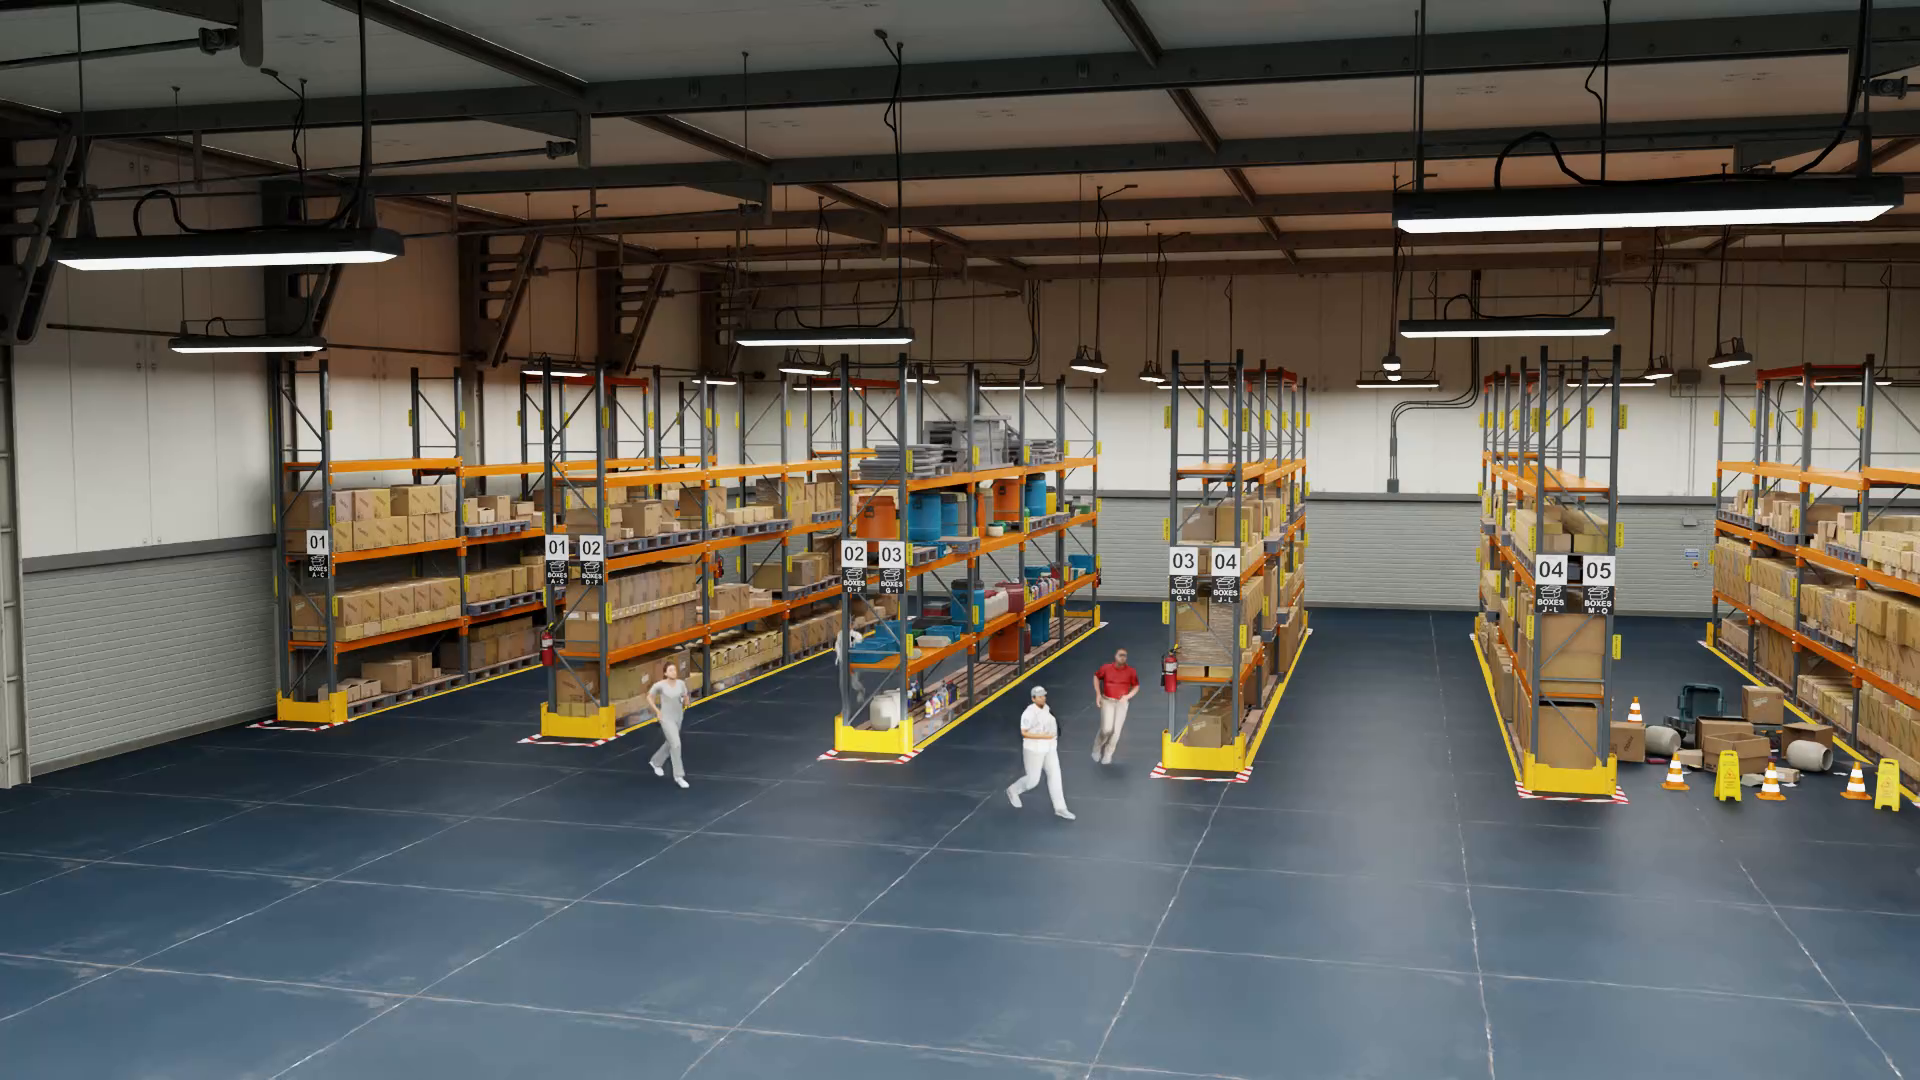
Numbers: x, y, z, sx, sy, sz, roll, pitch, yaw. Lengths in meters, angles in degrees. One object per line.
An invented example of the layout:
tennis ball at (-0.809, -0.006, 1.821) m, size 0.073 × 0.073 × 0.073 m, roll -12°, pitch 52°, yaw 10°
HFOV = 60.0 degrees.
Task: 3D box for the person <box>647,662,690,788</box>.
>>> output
person at (-3.991, 2.523, 22.973) m, size 0.894 × 1.673 × 0.552 m, roll 4°, pitch 6°, yaw 45°

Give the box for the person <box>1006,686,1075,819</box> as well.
person at (1.028, 2.652, 20.956) m, size 0.619 × 1.627 × 1.021 m, roll -4°, pitch 6°, yaw -43°

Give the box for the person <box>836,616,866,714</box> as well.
person at (-1.886, 2.118, 28.677) m, size 0.597 × 1.671 × 0.833 m, roll 1°, pitch 4°, yaw 16°

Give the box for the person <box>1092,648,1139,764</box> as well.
person at (2.279, 2.429, 24.256) m, size 0.673 × 1.699 × 0.573 m, roll 0°, pitch 4°, yaw -2°
